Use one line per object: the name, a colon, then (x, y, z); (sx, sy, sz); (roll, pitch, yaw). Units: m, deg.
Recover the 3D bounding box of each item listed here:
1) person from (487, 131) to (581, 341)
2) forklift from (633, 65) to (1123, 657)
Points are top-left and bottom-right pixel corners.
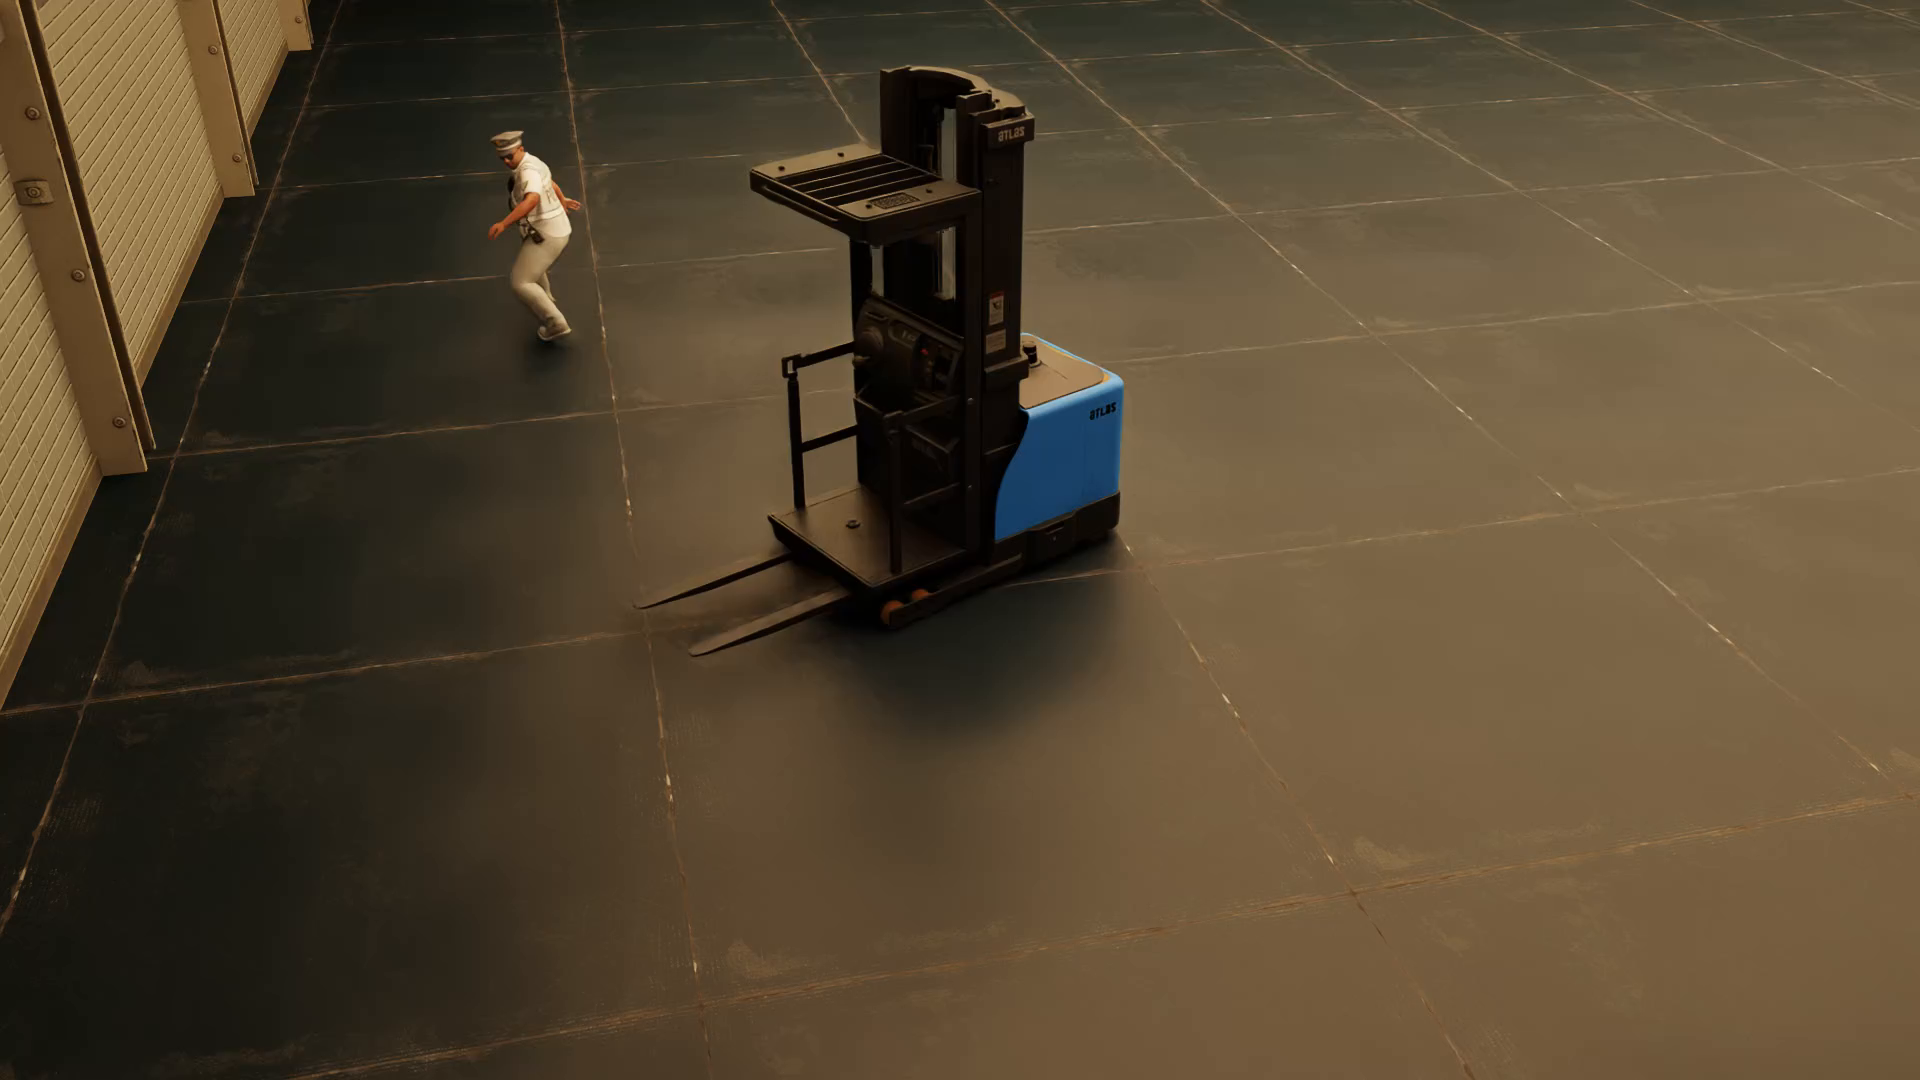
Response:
person: (-3.353, -2.419, 13.195); (0.546, 1.693, 1.156); (-1, 30, -1)
forklift: (-0.463, -1.051, 9.389); (3.031, 2.935, 1.130); (-22, 36, -33)
